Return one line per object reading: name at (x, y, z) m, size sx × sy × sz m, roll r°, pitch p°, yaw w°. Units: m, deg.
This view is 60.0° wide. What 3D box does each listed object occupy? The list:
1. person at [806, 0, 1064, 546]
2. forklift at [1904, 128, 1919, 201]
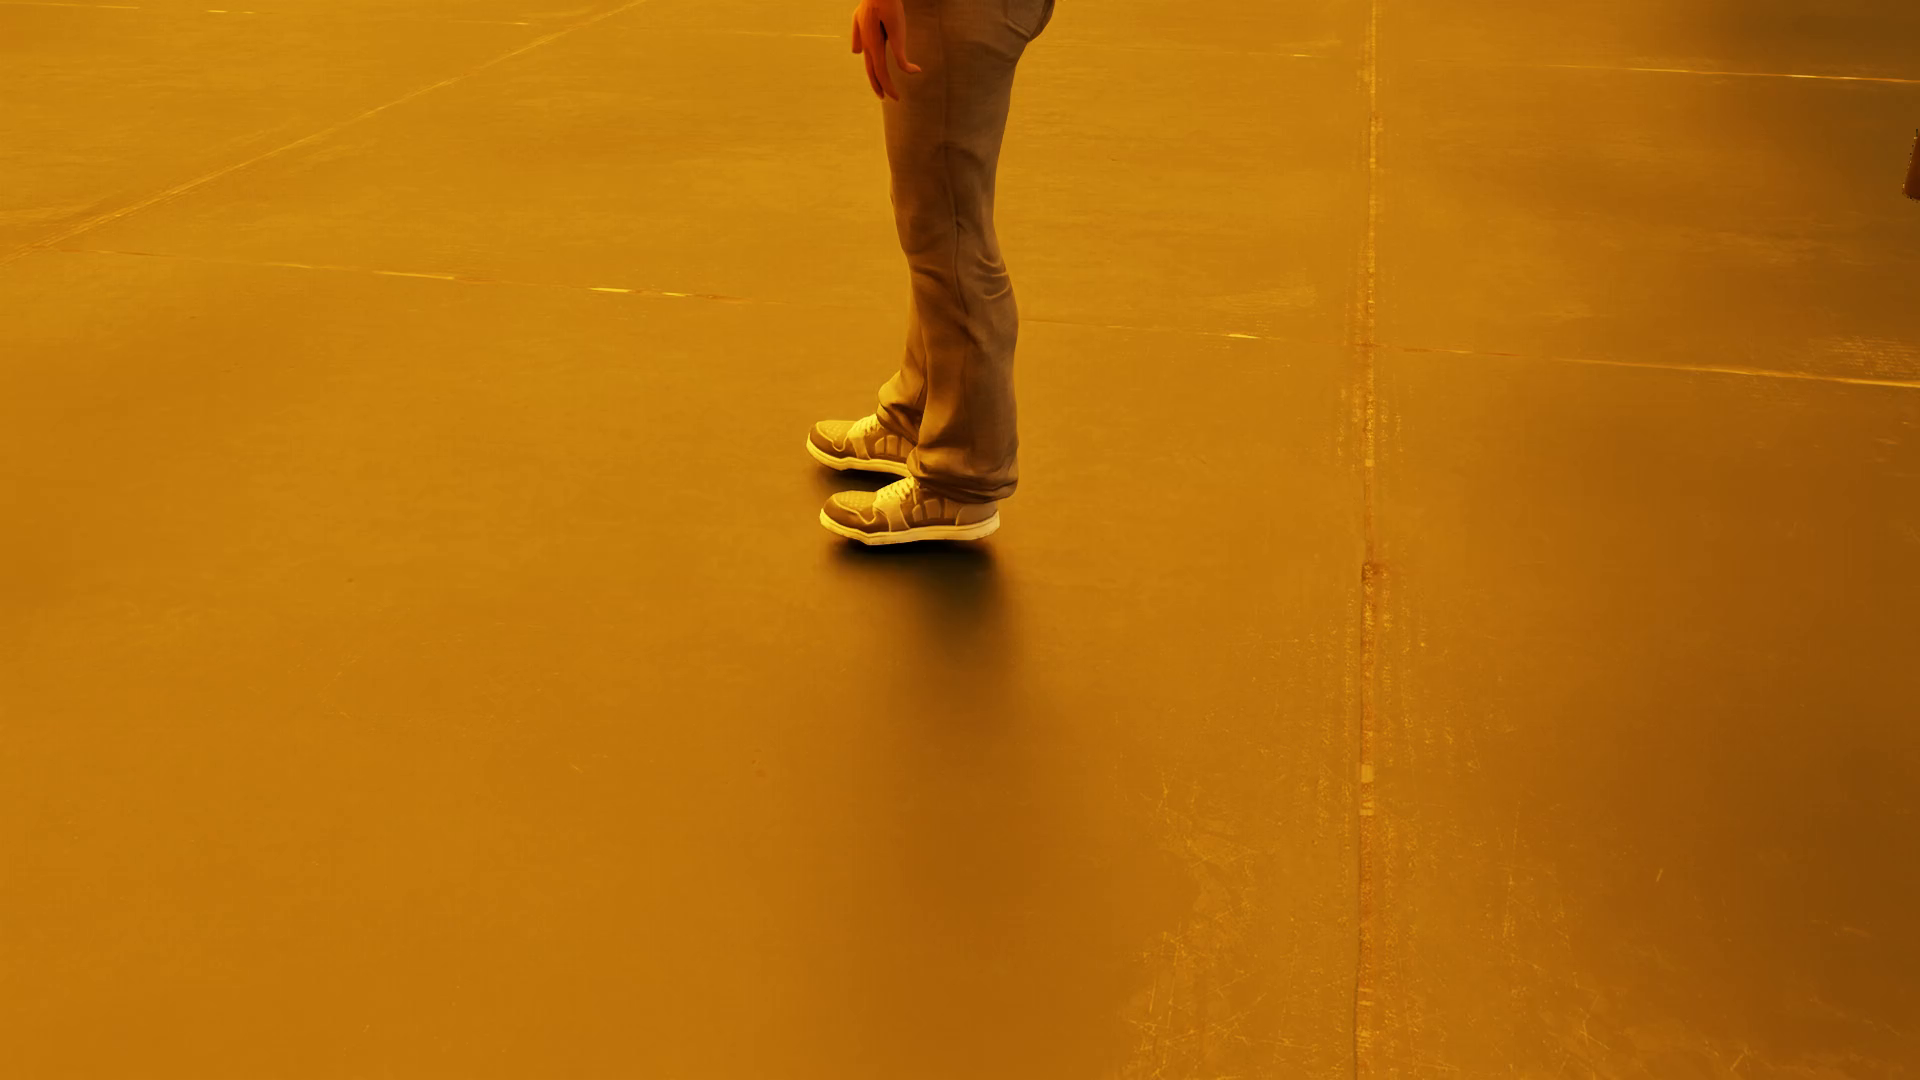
person at (-0.070, -0.734, 2.164) m, size 0.473 × 1.599 × 0.520 m, roll 6°, pitch 27°, yaw 11°
forklift at (3.816, -2.166, 3.540) m, size 3.031 × 2.935 × 1.130 m, roll -12°, pitch 29°, yaw -23°
